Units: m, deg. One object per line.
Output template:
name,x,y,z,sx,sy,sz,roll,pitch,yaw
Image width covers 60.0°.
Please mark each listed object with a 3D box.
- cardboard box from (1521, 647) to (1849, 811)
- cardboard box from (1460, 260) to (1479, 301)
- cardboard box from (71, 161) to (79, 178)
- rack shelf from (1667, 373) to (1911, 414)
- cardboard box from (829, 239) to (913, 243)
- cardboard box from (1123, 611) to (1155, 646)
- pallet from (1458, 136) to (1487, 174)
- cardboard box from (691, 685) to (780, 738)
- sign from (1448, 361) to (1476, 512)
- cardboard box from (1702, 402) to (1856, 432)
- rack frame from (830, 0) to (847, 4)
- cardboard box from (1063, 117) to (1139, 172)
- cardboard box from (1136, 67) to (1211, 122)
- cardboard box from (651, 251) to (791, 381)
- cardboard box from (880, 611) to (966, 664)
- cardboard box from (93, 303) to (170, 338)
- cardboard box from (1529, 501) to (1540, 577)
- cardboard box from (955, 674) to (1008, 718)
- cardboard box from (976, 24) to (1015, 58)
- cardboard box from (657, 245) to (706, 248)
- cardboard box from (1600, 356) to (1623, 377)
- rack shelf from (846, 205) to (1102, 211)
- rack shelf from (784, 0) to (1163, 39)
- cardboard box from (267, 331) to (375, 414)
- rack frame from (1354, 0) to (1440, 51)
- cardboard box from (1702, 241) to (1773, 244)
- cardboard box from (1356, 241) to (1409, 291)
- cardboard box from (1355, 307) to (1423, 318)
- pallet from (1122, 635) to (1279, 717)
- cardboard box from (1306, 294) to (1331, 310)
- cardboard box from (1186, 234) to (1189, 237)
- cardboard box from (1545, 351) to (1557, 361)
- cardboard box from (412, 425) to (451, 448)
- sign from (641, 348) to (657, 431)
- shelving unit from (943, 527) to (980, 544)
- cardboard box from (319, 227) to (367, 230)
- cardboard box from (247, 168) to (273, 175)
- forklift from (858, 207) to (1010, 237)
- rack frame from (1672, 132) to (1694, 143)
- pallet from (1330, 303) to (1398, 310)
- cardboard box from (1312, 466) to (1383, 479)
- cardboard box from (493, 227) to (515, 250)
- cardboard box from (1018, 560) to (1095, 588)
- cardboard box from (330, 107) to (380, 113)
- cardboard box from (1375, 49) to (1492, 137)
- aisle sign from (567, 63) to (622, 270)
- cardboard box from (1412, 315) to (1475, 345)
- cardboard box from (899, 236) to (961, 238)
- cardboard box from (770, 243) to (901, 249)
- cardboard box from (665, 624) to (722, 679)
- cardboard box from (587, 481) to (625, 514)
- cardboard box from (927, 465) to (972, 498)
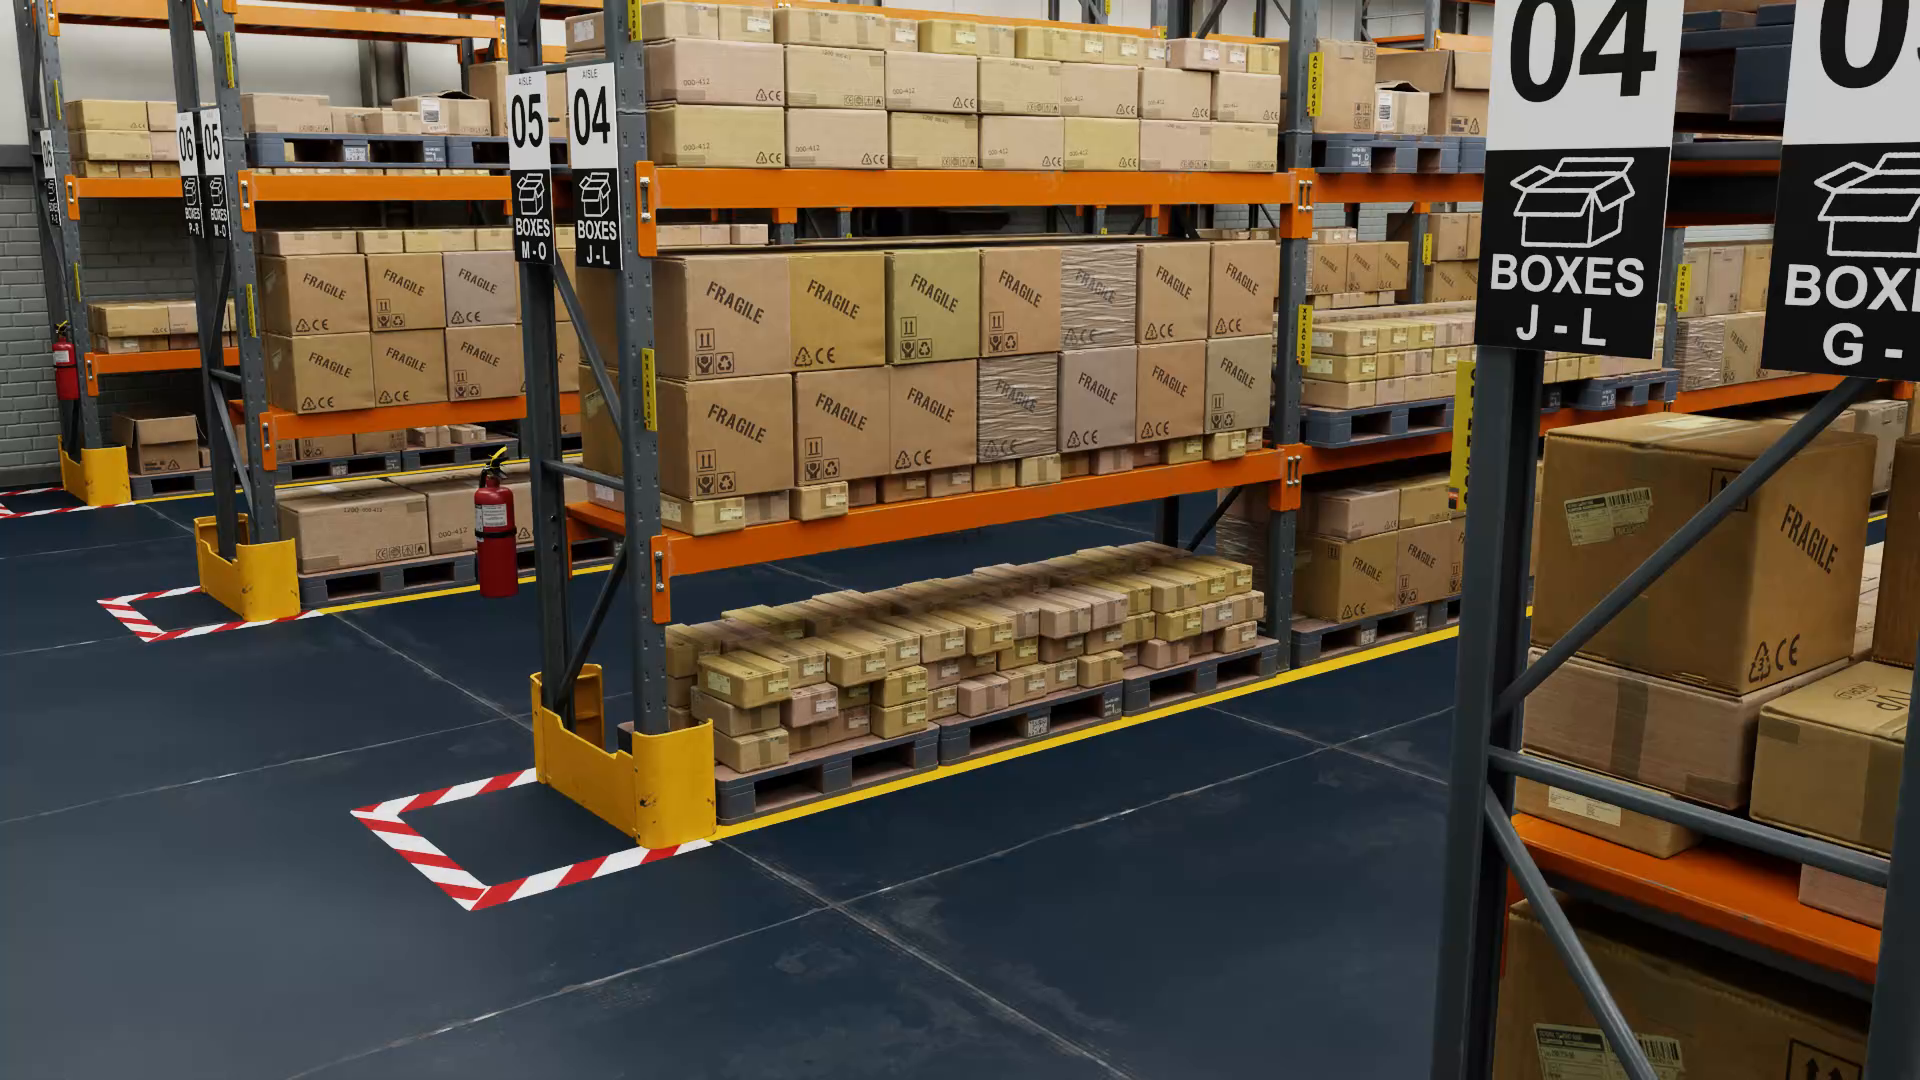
cardboard box,1.647,0.374,3.792,0.500,0.250,0.500,-10,15,-39
cardboard box,5.509,-2.888,18.550,0.500,0.500,0.500,-10,15,-38
cardboard box,-7.755,-3.284,14.754,0.250,0.149,0.380,-9,15,-36
rack shelf,6.224,-1.211,13.344,4.000,0.370,1.077,-9,15,-38
cardboard box,-0.730,-2.194,13.589,0.500,0.500,0.500,-10,15,-38
cardboard box,0.832,0.443,8.959,0.250,0.149,0.380,-9,15,-37
pallet,2.895,-2.358,10.243,1.003,0.211,1.213,-9,15,-38
cardboard box,-1.015,0.751,7.504,0.250,0.149,0.380,-9,15,-35
sign,1.107,-0.220,3.587,0.005,0.325,0.100,-9,15,-38
cardboard box,6.601,-0.708,13.647,0.750,0.750,1.050,-9,15,-38
rack frame,-1.613,-5.833,18.933,0.127,3.000,1.000,-9,15,-38
cardboard box,0.531,-1.942,8.194,0.500,0.250,0.500,-10,15,-38
cardboard box,0.923,-2.256,8.470,0.500,0.250,0.500,-10,16,-40
cardboard box,-1.069,-0.964,7.085,0.500,0.500,0.500,-10,15,-38
cardboard box,-0.182,0.472,8.104,0.250,0.149,0.380,-9,15,-35
cardboard box,-7.337,-1.947,14.723,0.500,0.250,0.500,-9,15,-37
cardboard box,3.501,-0.021,11.012,0.500,0.500,0.500,-10,16,-40
cardboard box,0.024,0.745,8.253,0.250,0.149,0.380,-10,16,-40
cardboard box,0.042,-2.301,7.720,0.250,0.149,0.380,-9,15,-36
cardboard box,-2.230,-1.942,12.405,0.500,0.500,0.500,-10,15,-38
cardboard box,4.168,-1.182,11.069,0.250,0.149,0.380,-9,15,-37
rack shelf,-0.051,-4.273,20.541,4.000,0.370,1.077,-9,15,-38
rack shelf,-0.071,-4.221,14.038,4.000,0.370,1.077,-9,15,-38
cardboard box,-4.202,-1.120,10.942,0.500,0.500,0.500,-10,15,-38
rack frame,4.614,-5.547,17.588,0.127,3.000,1.000,-9,15,-38
cardboard box,6.211,-2.098,13.138,0.500,0.500,0.700,-10,15,-38
cardboard box,4.397,-2.915,17.668,0.500,0.500,0.500,-10,15,-39
cardboard box,2.748,-1.411,10.714,0.250,0.149,0.380,-10,16,-40
pallet,1.036,0.672,9.455,1.213,0.211,1.003,-9,15,-38
cardboard box,3.579,-2.454,17.056,0.250,0.149,0.380,-9,15,-38
cardboard box,2.901,-4.102,22.707,0.250,0.149,0.380,-10,15,-38
cardboard box,3.555,-1.226,10.559,0.250,0.149,0.380,-9,15,-36
cardboard box,-5.267,-1.081,16.569,0.258,0.266,0.396,-9,15,-36
sign,-1.246,-0.601,6.654,0.005,0.325,0.100,-9,15,-38
shelving unit,0.011,-0.589,13.013,0.189,1.200,0.258,-9,15,-38
cardboard box,-4.269,-2.074,11.464,0.250,0.149,0.380,-10,15,-38
cardboard box,-6.453,-3.370,15.160,0.250,0.149,0.380,-10,15,-38
forklift,-0.188,-2.222,16.535,3.031,2.935,1.130,-9,15,-38
rack frame,4.662,-4.238,11.424,0.127,3.000,1.000,-9,15,-38
pallet,3.926,-2.443,17.875,1.213,0.211,1.003,-9,15,-38
cardboard box,2.372,-0.336,10.693,0.500,0.250,0.500,-9,15,-35
cardboard box,-3.069,-2.106,11.617,0.250,0.149,0.380,-10,16,-39
cardboard box,0.532,0.229,9.250,0.250,0.149,0.380,-10,16,-39
cardboard box,-5.772,-3.927,15.620,0.500,0.250,0.500,-9,15,-37
cardboard box,2.827,-2.687,10.081,0.637,0.503,0.797,-10,15,-38
aisle sign,-1.455,-1.479,6.615,0.004,0.787,0.394,-9,15,-38
cardboard box,2.945,-1.270,10.050,0.250,0.149,0.380,-10,15,-38
cardboard box,-0.238,-2.412,14.617,0.500,0.500,0.500,-9,15,-37
cardboard box,-0.587,-1.184,8.118,0.500,0.500,0.500,-8,15,-35
cardboard box,-1.330,0.523,7.867,0.250,0.149,0.380,-9,15,-37
cardboard box,-1.507,-0.231,7.600,0.250,0.149,0.380,-9,15,-38
cardboard box,-0.157,-0.312,7.982,0.250,0.149,0.380,-10,15,-39
